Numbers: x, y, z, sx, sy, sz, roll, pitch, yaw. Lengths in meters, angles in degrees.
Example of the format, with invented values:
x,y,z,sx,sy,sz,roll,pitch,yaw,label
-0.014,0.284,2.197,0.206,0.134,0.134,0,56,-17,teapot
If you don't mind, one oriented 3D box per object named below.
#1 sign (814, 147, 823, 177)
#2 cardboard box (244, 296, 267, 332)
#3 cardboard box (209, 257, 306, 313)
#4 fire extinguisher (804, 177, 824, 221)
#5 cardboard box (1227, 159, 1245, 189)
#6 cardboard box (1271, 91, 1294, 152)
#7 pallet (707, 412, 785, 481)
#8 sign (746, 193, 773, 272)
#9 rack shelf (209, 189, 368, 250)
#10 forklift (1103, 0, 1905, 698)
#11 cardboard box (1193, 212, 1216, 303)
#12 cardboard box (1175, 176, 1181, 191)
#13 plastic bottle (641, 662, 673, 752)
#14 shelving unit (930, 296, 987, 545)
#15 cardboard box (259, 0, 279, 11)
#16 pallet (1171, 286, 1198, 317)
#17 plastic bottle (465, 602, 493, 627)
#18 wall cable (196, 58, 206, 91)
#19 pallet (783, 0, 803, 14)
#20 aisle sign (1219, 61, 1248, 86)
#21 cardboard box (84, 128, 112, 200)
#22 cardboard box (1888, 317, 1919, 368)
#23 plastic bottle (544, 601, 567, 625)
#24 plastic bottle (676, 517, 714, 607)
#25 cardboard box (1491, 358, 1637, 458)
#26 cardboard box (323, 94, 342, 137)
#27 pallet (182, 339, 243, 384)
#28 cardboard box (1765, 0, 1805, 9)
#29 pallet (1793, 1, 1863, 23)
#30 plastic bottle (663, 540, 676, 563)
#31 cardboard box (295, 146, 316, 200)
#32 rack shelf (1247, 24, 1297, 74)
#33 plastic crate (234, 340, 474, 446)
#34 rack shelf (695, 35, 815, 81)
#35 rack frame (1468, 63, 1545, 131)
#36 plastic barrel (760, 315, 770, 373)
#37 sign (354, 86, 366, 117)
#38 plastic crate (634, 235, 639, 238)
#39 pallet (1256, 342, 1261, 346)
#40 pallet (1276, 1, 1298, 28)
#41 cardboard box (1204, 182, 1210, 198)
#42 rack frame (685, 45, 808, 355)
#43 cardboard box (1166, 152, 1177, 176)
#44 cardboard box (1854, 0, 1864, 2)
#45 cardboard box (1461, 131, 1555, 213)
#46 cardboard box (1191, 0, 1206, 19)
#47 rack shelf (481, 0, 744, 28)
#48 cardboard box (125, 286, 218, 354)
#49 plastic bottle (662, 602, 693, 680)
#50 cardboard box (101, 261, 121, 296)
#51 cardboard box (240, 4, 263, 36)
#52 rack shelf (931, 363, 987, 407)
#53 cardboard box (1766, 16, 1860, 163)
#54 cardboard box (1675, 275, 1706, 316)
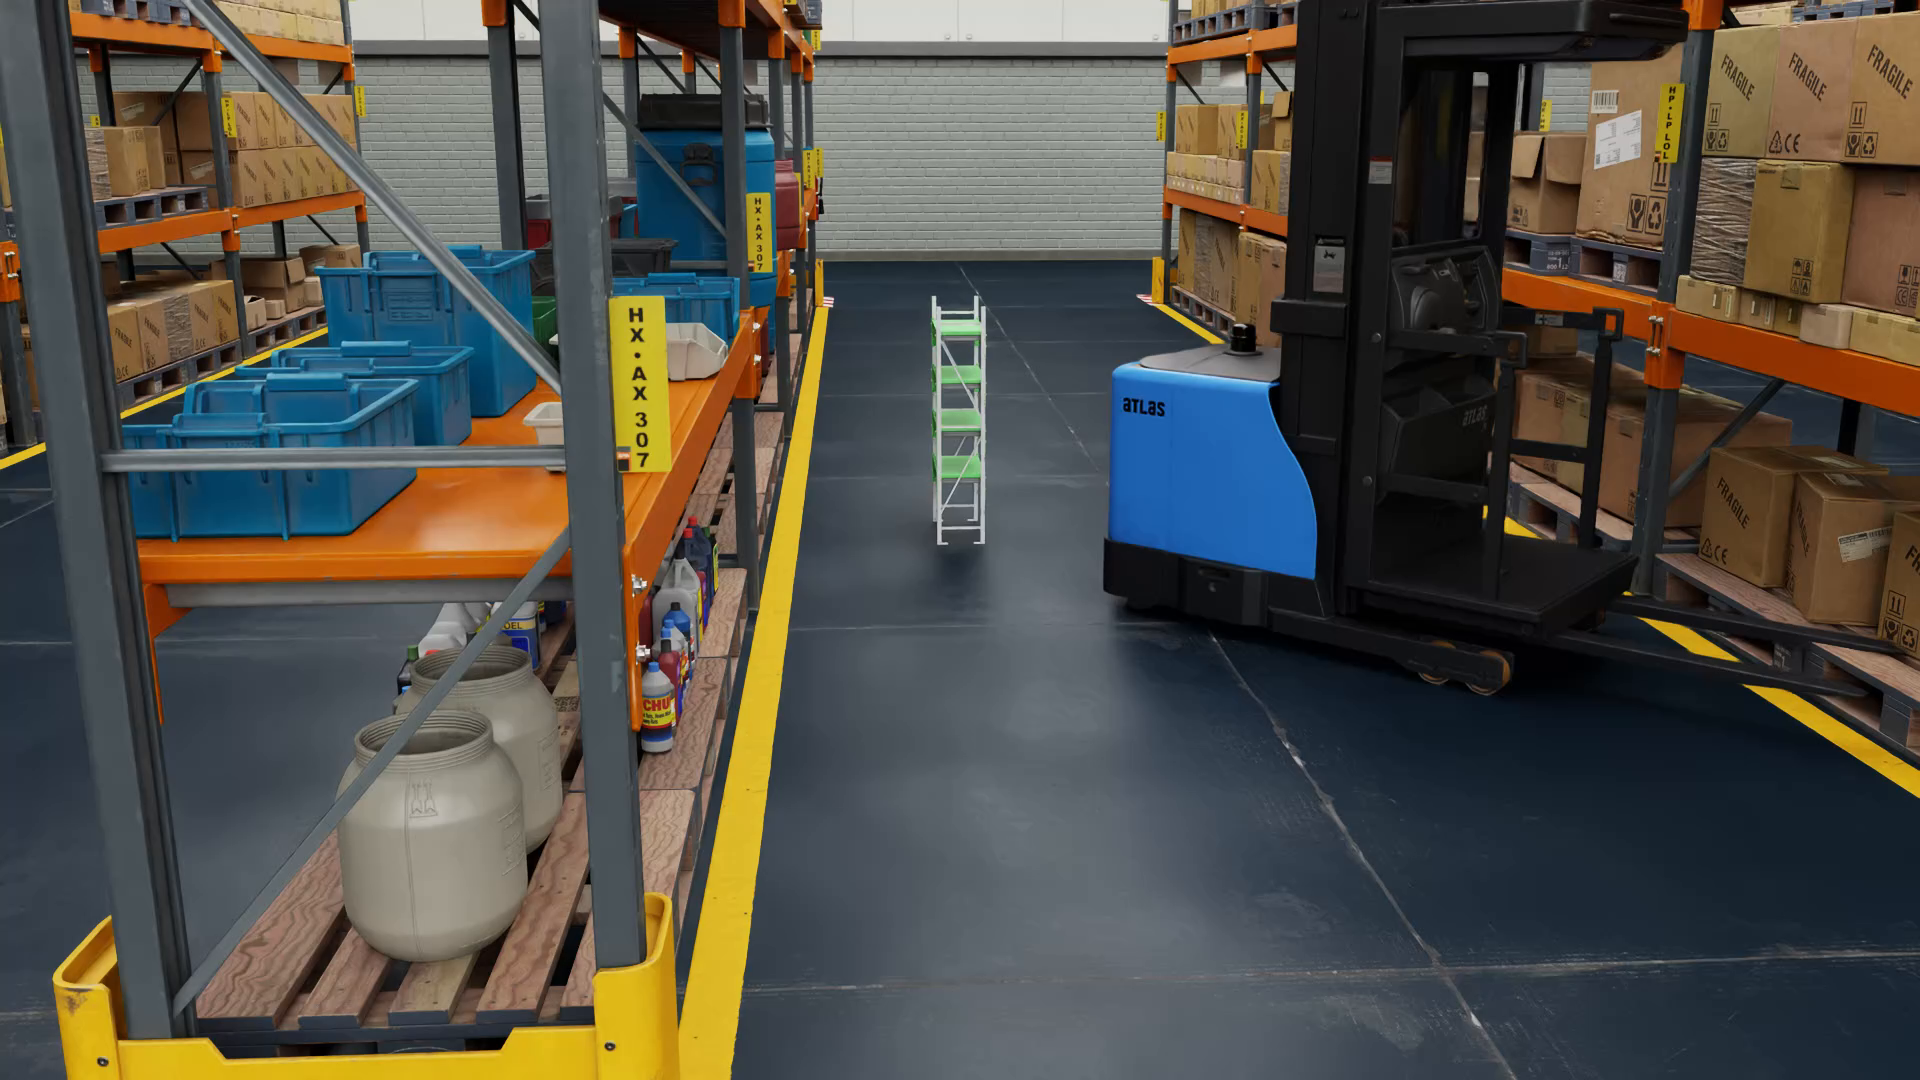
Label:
x,y,z,sx,sy,sz,roll,pitch,yaw,label
-1.580,-4.214,18.558,0.100,0.325,0.005,-1,14,-3,sign
-6.634,-2.071,15.068,0.500,0.311,0.500,-1,14,-3,cardboard box
-6.945,-2.523,16.441,0.797,0.503,0.637,-1,14,-3,cardboard box
-1.683,-3.949,18.759,0.296,0.674,0.183,-1,14,-3,fire extinguisher
2.774,-3.381,15.353,0.500,0.250,0.500,-1,14,-4,cardboard box
3.111,-3.580,14.206,0.797,0.503,0.637,-1,14,-5,cardboard box
-1.623,-0.589,10.393,1.003,0.211,1.213,-1,14,-3,pallet
-0.834,-1.278,6.918,0.100,0.325,0.005,-1,14,-3,sign
-6.948,-3.201,16.392,1.077,0.370,4.000,-1,14,-3,rack shelf
2.090,-0.984,6.467,3.031,2.935,1.130,12,19,38,forklift
2.992,-2.989,17.546,0.875,0.875,0.875,-1,14,-3,cardboard box
2.542,-3.857,18.000,0.380,0.149,0.250,-1,14,-5,cardboard box
-0.938,0.509,5.120,0.097,0.271,0.097,0,14,0,plastic bottle
-0.010,-0.622,8.537,0.258,1.200,0.503,-1,14,-3,shelving unit
-6.658,-5.048,15.404,0.500,0.250,0.500,-1,14,-3,cardboard box
2.943,-2.651,18.406,1.003,0.211,1.213,-1,14,-3,pallet
-1.710,0.291,5.807,0.144,0.351,0.185,-1,14,-4,plastic bottle
-12.009,-6.783,23.063,3.097,2.526,0.112,-1,14,-3,wall cable
-1.582,-3.686,11.192,1.003,0.211,1.213,-1,14,-3,pallet
3.111,-5.481,18.590,0.394,0.787,0.004,-1,14,-3,aisle sign
-6.594,-2.695,11.936,0.700,0.500,0.500,2,15,7,cardboard box
3.379,-0.662,5.584,0.380,0.149,0.250,-1,14,-3,cardboard box
-1.604,0.137,6.409,0.144,0.351,0.185,-1,14,-3,plastic bottle
-1.057,0.087,6.600,0.144,0.351,0.185,-1,14,-5,plastic bottle
3.462,-0.767,9.621,0.700,0.500,0.500,0,14,1,cardboard box
-6.738,-4.348,17.197,0.500,0.500,0.500,0,14,-2,cardboard box
-6.736,-1.500,13.933,1.003,0.211,1.213,-1,14,-3,pallet
7.738,-4.989,15.174,0.500,0.250,0.500,-2,15,-6,cardboard box
7.952,-4.462,14.207,1.213,0.211,1.003,-1,14,-3,pallet
-1.201,0.090,6.592,0.144,0.351,0.185,-1,14,-3,plastic bottle
-6.680,-3.610,16.336,0.500,0.500,0.500,-1,14,-4,cardboard box
3.187,-3.811,12.743,1.077,0.370,4.000,-1,14,-3,rack shelf
-1.501,-0.353,4.176,0.499,0.251,0.408,-1,14,-3,plastic crate
-2.004,-4.729,16.312,1.077,0.370,4.000,-1,14,-3,rack shelf
3.311,-2.209,11.094,1.000,3.000,0.127,-1,14,-3,rack frame
-1.749,-1.571,12.608,0.600,0.588,0.708,-1,14,-3,plastic barrel
-6.517,-4.764,18.066,0.100,0.325,0.005,-1,14,-3,sign
-1.774,-1.464,8.623,0.450,0.188,0.662,-1,14,-3,plastic crate
3.187,-1.663,14.566,1.003,0.211,1.213,-1,14,-3,pallet
3.170,-4.337,13.727,0.805,0.209,1.217,-1,15,-6,pallet
2.638,-3.473,16.509,0.380,0.149,0.250,-1,14,-4,cardboard box
-1.880,-3.128,14.663,1.000,3.000,0.127,-1,14,-3,rack frame
2.576,-4.147,18.328,0.500,0.250,0.500,-1,14,-5,cardboard box
7.865,-4.646,13.882,0.500,0.311,0.500,-1,14,-4,cardboard box
3.385,-2.328,10.509,0.500,0.500,0.500,-3,15,-10,cardboard box
2.816,-5.682,17.325,0.700,0.500,0.500,-1,14,-5,cardboard box
-1.260,-1.745,4.713,1.077,0.370,4.000,-1,14,-3,rack shelf
-6.485,-1.813,13.688,0.500,0.500,0.500,-1,14,-3,cardboard box
-0.978,0.349,5.744,0.097,0.271,0.097,0,14,0,plastic bottle
-6.975,-2.045,13.084,0.500,0.250,0.500,-1,14,-3,cardboard box
-6.634,-4.681,14.983,0.500,0.250,0.500,-1,14,-3,cardboard box
-0.010,-0.793,8.493,0.258,0.148,0.480,-1,14,-3,rack shelf
3.366,-1.651,6.120,0.500,0.500,0.500,-1,14,-3,cardboard box
3.272,-1.035,7.033,0.380,0.149,0.250,-1,14,-3,cardboard box
